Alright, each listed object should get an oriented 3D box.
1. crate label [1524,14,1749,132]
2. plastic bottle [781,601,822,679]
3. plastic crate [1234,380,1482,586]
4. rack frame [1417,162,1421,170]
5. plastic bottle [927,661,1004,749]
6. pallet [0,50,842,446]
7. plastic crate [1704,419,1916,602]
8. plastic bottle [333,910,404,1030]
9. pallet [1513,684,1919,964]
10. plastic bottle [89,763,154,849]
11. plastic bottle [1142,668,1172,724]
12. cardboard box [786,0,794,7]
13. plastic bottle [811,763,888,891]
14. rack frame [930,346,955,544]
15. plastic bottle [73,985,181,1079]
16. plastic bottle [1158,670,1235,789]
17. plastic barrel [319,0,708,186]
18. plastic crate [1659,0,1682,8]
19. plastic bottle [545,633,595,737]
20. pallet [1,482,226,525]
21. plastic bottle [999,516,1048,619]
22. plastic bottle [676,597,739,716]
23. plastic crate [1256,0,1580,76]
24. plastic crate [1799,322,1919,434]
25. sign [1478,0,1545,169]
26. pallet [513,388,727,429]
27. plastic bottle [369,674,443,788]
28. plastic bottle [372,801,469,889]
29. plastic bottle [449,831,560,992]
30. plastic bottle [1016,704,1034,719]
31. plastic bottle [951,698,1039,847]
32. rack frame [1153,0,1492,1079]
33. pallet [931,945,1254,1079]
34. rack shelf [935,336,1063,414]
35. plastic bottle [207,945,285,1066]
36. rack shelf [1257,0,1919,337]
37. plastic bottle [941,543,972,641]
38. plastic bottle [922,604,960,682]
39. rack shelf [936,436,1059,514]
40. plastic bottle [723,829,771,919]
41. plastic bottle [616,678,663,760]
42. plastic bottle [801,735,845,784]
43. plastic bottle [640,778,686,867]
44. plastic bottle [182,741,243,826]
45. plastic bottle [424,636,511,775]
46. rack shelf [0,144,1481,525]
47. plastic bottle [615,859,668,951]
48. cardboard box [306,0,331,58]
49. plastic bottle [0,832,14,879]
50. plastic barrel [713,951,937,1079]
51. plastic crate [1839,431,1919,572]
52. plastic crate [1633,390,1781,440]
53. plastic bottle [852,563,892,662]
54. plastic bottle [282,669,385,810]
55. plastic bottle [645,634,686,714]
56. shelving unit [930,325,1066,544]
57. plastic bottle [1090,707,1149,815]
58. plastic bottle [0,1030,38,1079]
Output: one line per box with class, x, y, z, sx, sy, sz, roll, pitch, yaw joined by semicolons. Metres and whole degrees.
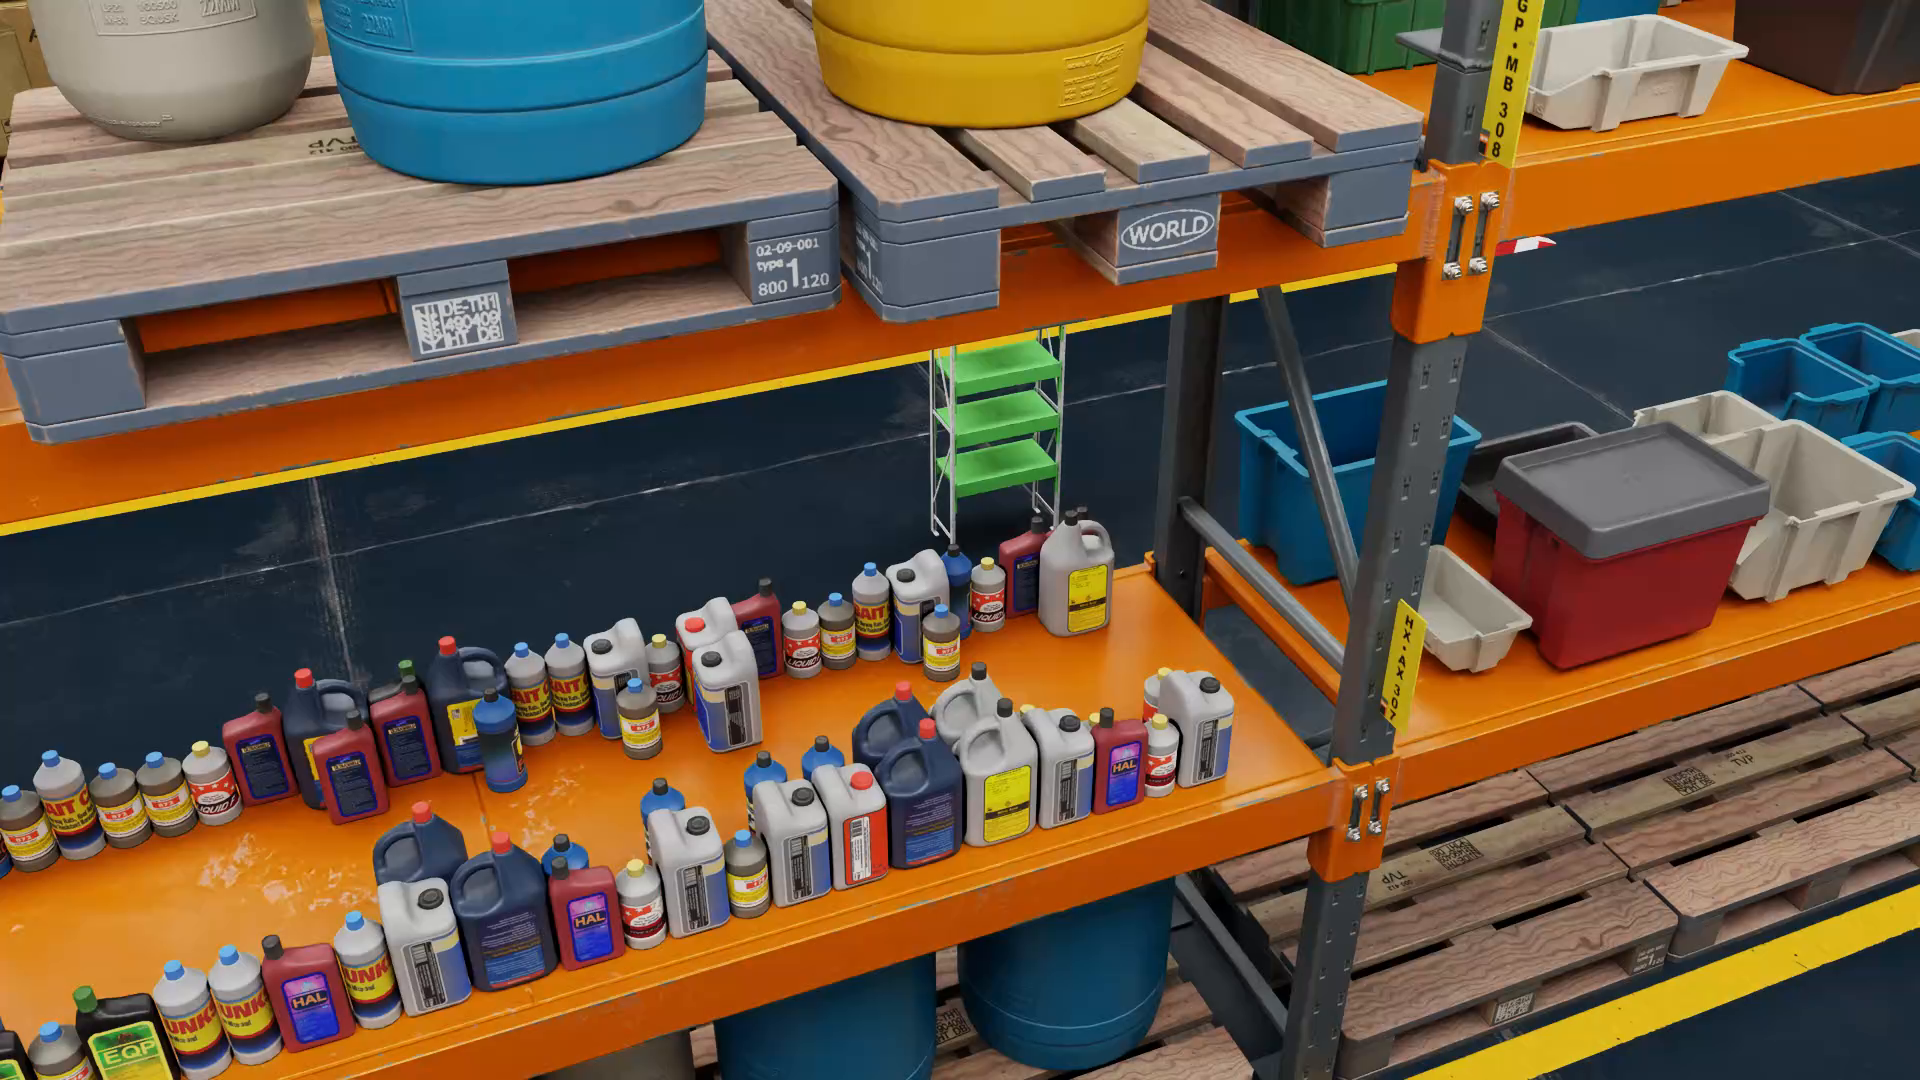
crate label;1.362;-0.973;3.486;0.466;0.136;0.293;-13;35;-19
plastic bottle;-0.410;0.250;4.297;0.097;0.201;0.097;0;33;0
plastic crate;1.097;-0.157;4.700;0.575;0.384;0.392;-13;35;-19
rack frame;2.573;-3.204;9.424;0.127;3.000;1.000;-13;35;-19
plastic bottle;0.022;0.439;3.871;0.185;0.351;0.144;-13;35;-19
pallet;-0.931;-0.591;2.830;1.213;0.211;1.003;-13;35;-19
plastic crate;2.278;-0.073;4.666;0.530;0.282;0.437;-13;35;-19
plastic bottle;-1.183;0.847;3.316;0.097;0.271;0.097;0;33;0
pallet;2.588;0.866;5.725;1.213;0.211;1.003;-13;35;-19
plastic bottle;-1.907;0.593;3.770;0.097;0.201;0.097;0;33;0
plastic bottle;0.495;0.402;4.064;0.097;0.201;0.097;0;33;0
cardboard box;-0.572;-2.779;7.762;0.500;0.500;0.500;-12;35;-18
plastic bottle;-0.241;0.613;3.671;0.135;0.276;0.152;-13;35;-19
rack frame;-0.072;-0.486;6.897;0.015;1.200;0.240;-13;35;-19
plastic bottle;-1.585;0.945;3.155;0.133;0.283;0.061;-13;35;-19
plastic bottle;0.560;0.430;3.953;0.135;0.276;0.152;-13;35;-19
plastic barrel;-0.716;-1.074;2.556;0.708;0.901;0.600;-13;35;-19
plastic crate;1.824;-1.475;4.258;0.466;0.136;0.293;-13;35;-19
plastic bottle;-0.961;0.347;4.084;0.097;0.271;0.097;0;33;0
pallet;-4.100;-0.485;7.802;1.213;0.211;1.003;-13;35;-19
plastic bottle;0.172;0.072;4.496;0.133;0.283;0.061;-13;35;-19
plastic bottle;-0.629;0.286;4.174;0.135;0.276;0.152;-13;35;-19
plastic crate;1.072;-1.278;3.908;0.662;0.188;0.450;-13;35;-19
plastic crate;2.918;-0.503;5.371;0.300;0.233;0.416;-13;35;-19
sign;1.010;-0.852;3.051;0.005;0.325;0.100;-13;35;-19
pallet;-1.851;-1.000;8.594;1.213;0.211;1.003;-13;35;-19
plastic bottle;-1.311;0.448;3.919;0.133;0.283;0.061;-13;35;-19
plastic bottle;-1.121;0.696;3.476;0.185;0.351;0.144;-13;35;-19
plastic bottle;-0.938;0.744;3.402;0.185;0.351;0.144;-13;35;-19
plastic bottle;0.158;0.479;3.945;0.097;0.201;0.097;0;33;0
plastic bottle;0.078;0.511;3.759;0.185;0.351;0.144;-13;35;-19
rack frame;0.799;0.132;4.297;0.127;3.000;1.000;-13;35;-19
pallet;0.071;1.443;4.839;1.213;0.211;1.003;-13;35;-19
rack shelf;0.153;-0.685;6.880;0.480;0.148;0.258;-13;35;-19
plastic bottle;-1.396;0.896;3.241;0.097;0.271;0.097;0;33;0
rack shelf;2.643;-1.246;4.324;4.000;0.370;1.077;-13;35;-19
plastic bottle;-0.017;0.131;4.416;0.097;0.271;0.097;0;33;0
plastic bottle;-0.047;0.257;4.286;0.097;0.201;0.097;0;33;0
rack shelf;0.153;-0.283;7.142;0.480;0.148;0.258;-13;35;-19
plastic bottle;-0.462;0.711;3.589;0.097;0.201;0.097;0;33;0
plastic bottle;-0.778;0.425;4.029;0.097;0.201;0.097;0;33;0
plastic bottle;-0.307;0.556;3.762;0.097;0.271;0.097;0;33;0
plastic bottle;-0.645;0.634;3.643;0.097;0.271;0.097;0;33;0
plastic bottle;-1.727;0.552;3.833;0.097;0.201;0.097;0;33;0
plastic bottle;-1.171;0.376;3.967;0.185;0.351;0.144;-13;35;-19
rack shelf;-1.045;-0.402;3.026;4.000;0.370;1.077;-13;35;-19
plastic bottle;-0.676;0.760;3.513;0.097;0.201;0.097;0;33;0
cardboard box;-2.720;-2.174;7.363;0.500;0.500;0.700;-23;39;-31
plastic bottle;-2.176;0.625;3.656;0.097;0.271;0.097;0;33;0
plastic barrel;-0.362;1.091;4.361;0.708;0.901;0.600;-13;35;-19
plastic crate;2.693;-0.105;4.760;0.300;0.233;0.416;-13;35;-19
plastic crate;2.288;-0.301;5.150;0.466;0.136;0.293;-13;35;-19
plastic bottle;-0.230;0.180;4.341;0.097;0.271;0.097;0;33;0
plastic bottle;-1.465;0.443;3.864;0.185;0.351;0.144;-13;35;-19
plastic bottle;-0.747;0.328;4.178;0.097;0.201;0.097;0;33;0
shelving unit;0.153;-0.538;6.976;0.503;1.200;0.258;-13;35;-19
plastic bottle;0.365;0.498;3.841;0.133;0.283;0.061;-13;35;-19
plastic bottle;-1.797;0.994;3.080;0.133;0.283;0.061;-13;35;-19
